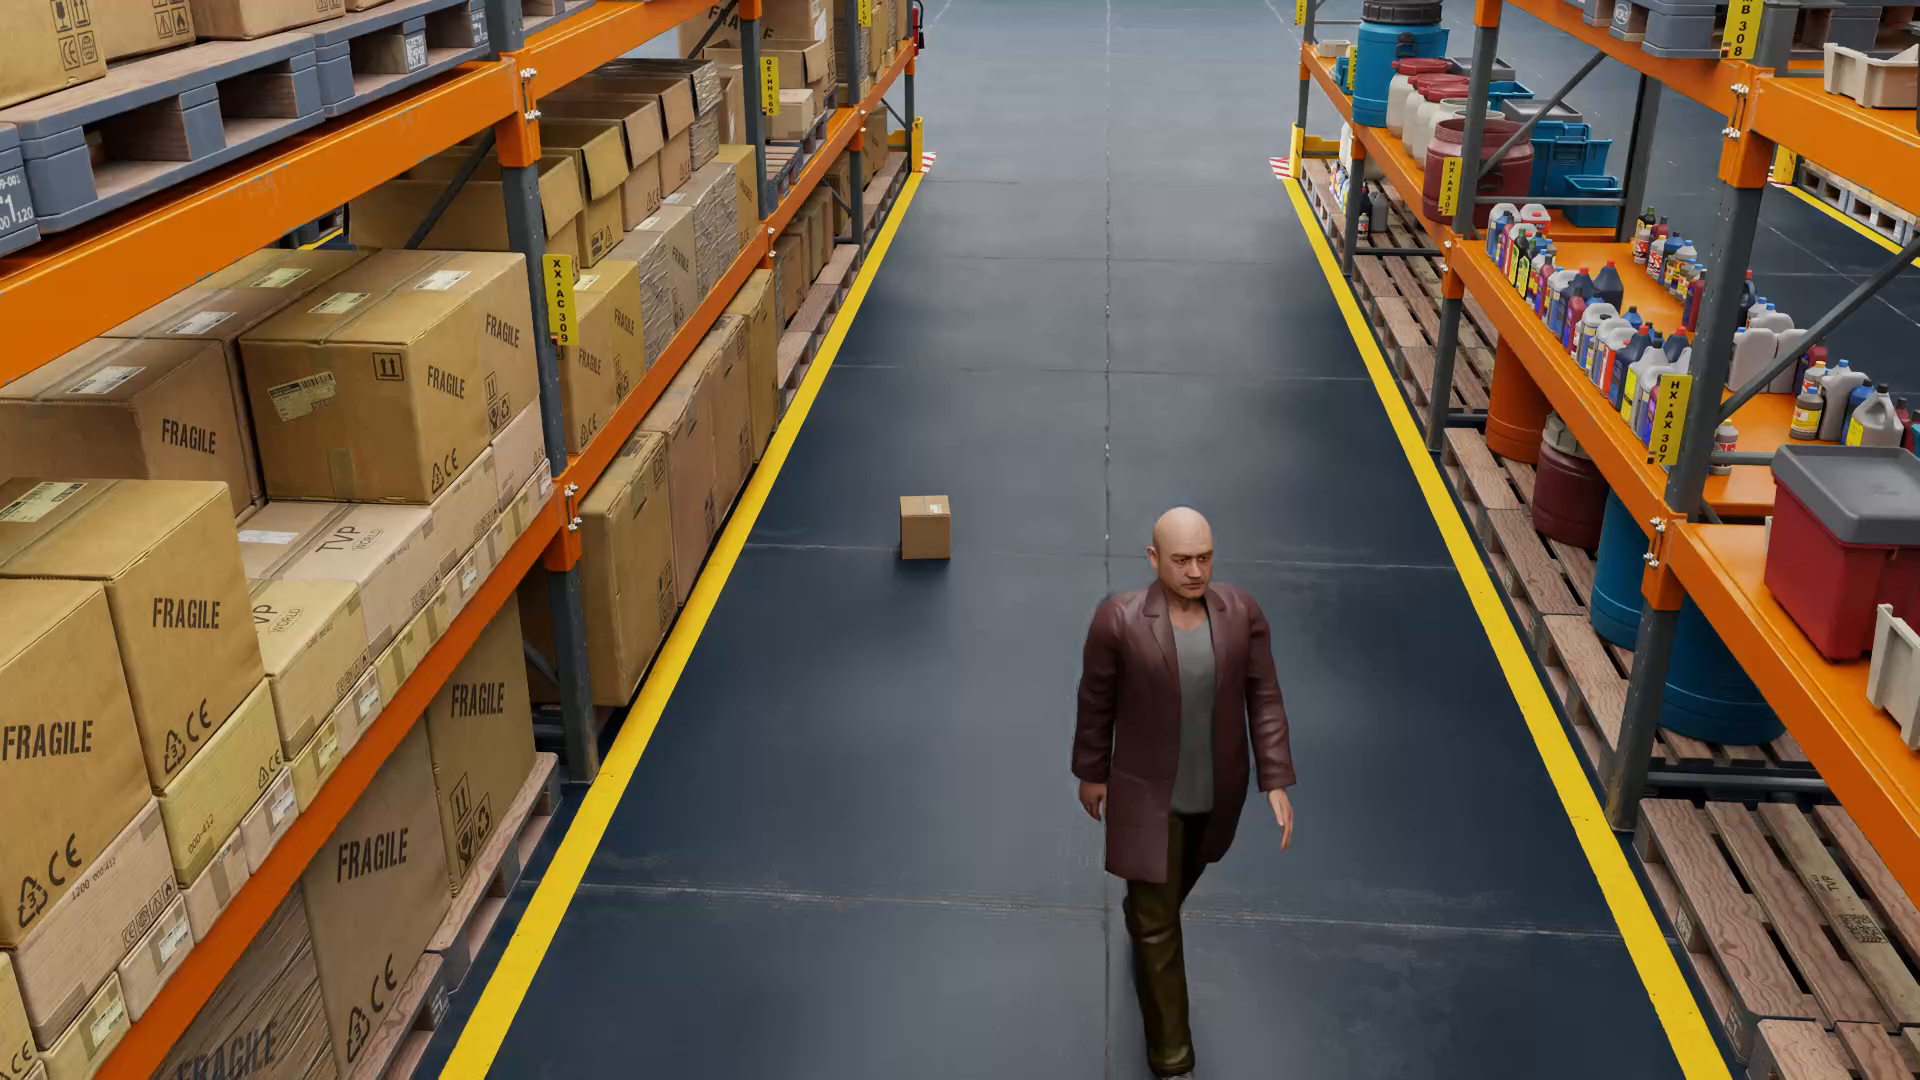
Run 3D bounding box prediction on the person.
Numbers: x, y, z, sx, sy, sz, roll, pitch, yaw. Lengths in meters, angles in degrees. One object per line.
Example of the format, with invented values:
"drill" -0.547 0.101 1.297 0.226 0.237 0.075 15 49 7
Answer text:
"person" 0.686 0.766 4.899 0.588 1.720 1.109 -6 25 -12
